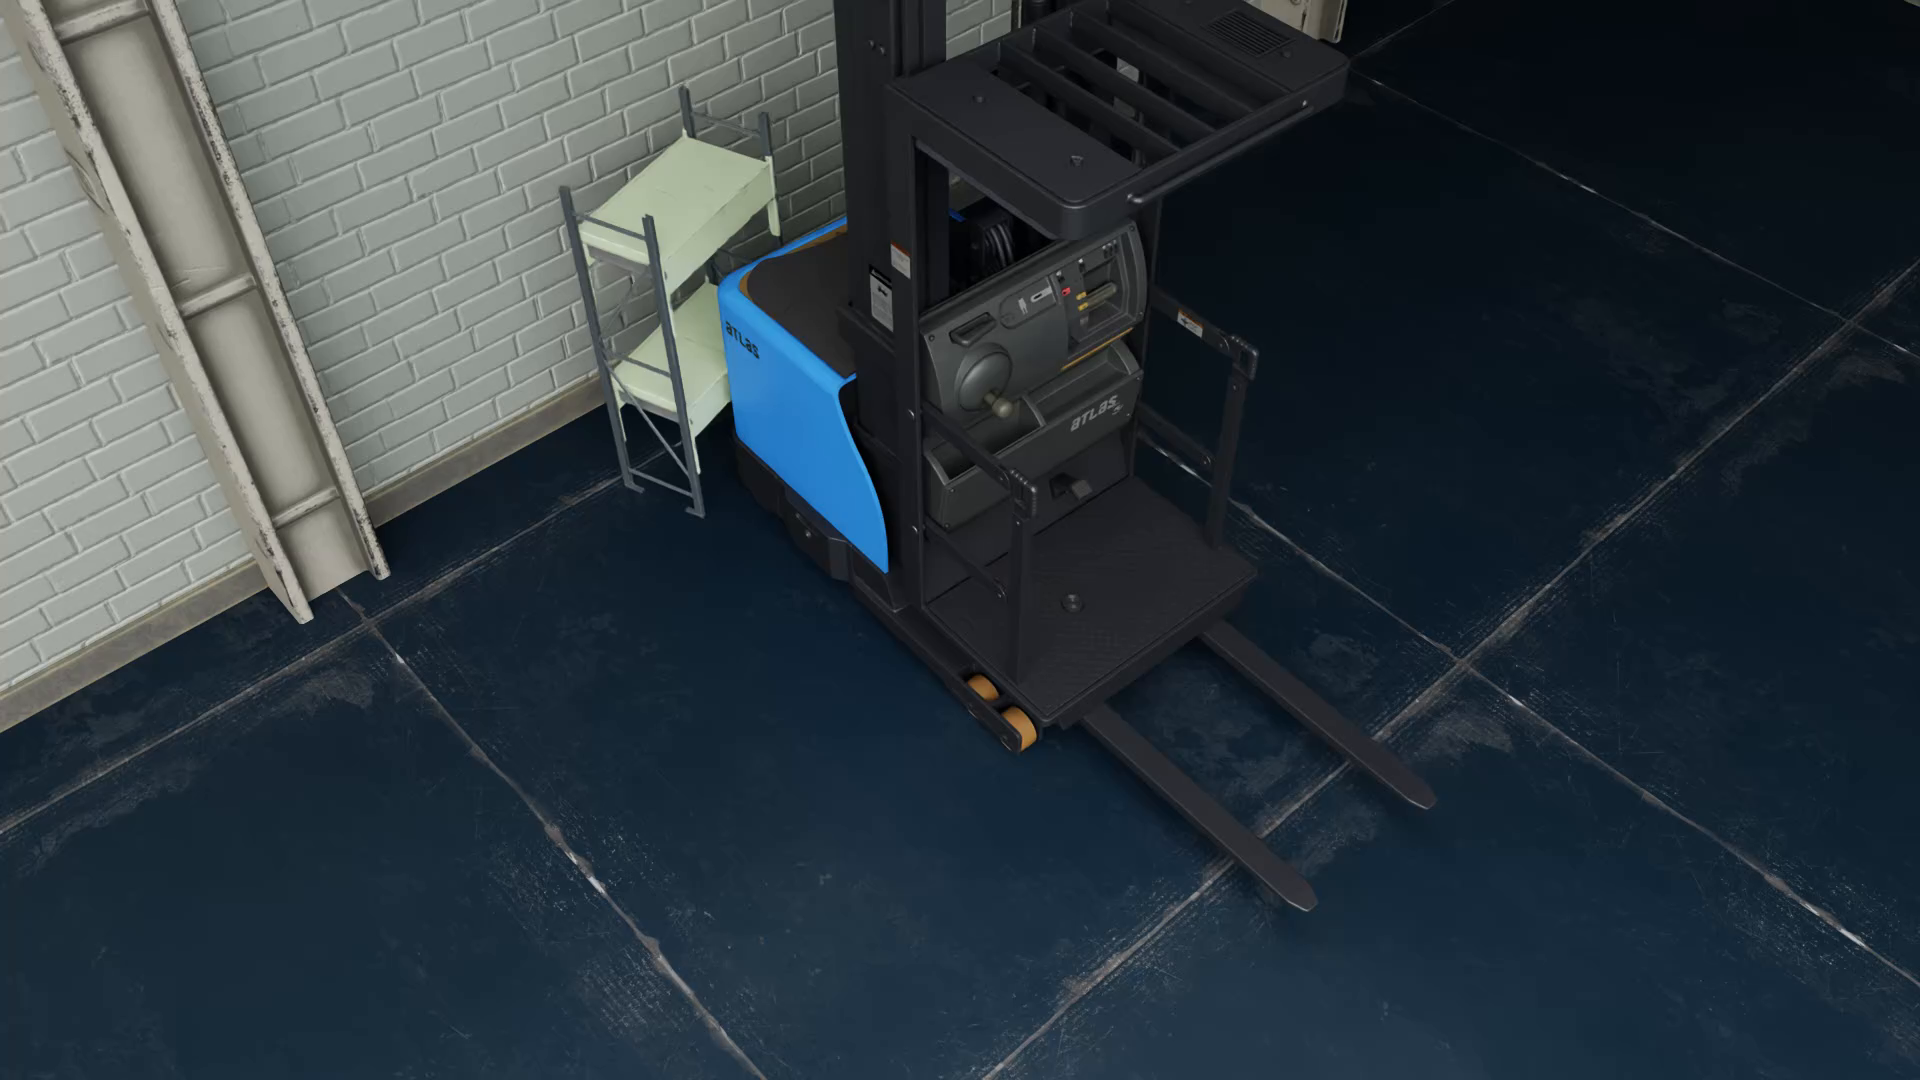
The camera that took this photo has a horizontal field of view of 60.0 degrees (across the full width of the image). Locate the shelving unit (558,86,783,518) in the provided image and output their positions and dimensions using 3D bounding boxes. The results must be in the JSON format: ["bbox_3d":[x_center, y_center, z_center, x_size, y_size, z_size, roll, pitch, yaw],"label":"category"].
[{"bbox_3d":[-1.065,-0.914,6.622,0.431,1.500,0.755,22,51,20],"label":"shelving unit"}]

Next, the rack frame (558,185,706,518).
[{"bbox_3d":[-1.242,-0.678,6.405,0.400,1.500,0.023,22,51,20],"label":"rack frame"}]

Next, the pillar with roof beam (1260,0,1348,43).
[{"bbox_3d":[4.805,-3.527,3.935,0.400,9.000,9.100,-34,56,-27],"label":"pillar with roof beam"}]

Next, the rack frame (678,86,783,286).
[{"bbox_3d":[-0.888,-1.150,6.840,0.400,1.500,0.023,22,51,20],"label":"rack frame"}]

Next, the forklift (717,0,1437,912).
[{"bbox_3d":[0.402,-0.645,5.404,1.130,2.935,3.031,-32,55,-26],"label":"forklift"}]

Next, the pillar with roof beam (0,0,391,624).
[{"bbox_3d":[0.365,-0.561,1.197,0.400,9.000,9.100,-34,56,-27],"label":"pillar with roof beam"}]

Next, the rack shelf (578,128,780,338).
[{"bbox_3d":[-1.069,-1.180,6.337,0.431,0.370,0.720,22,51,20],"label":"rack shelf"}]

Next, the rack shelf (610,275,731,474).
[{"bbox_3d":[-1.062,-0.692,6.861,0.431,0.370,0.720,22,51,20],"label":"rack shelf"}]
